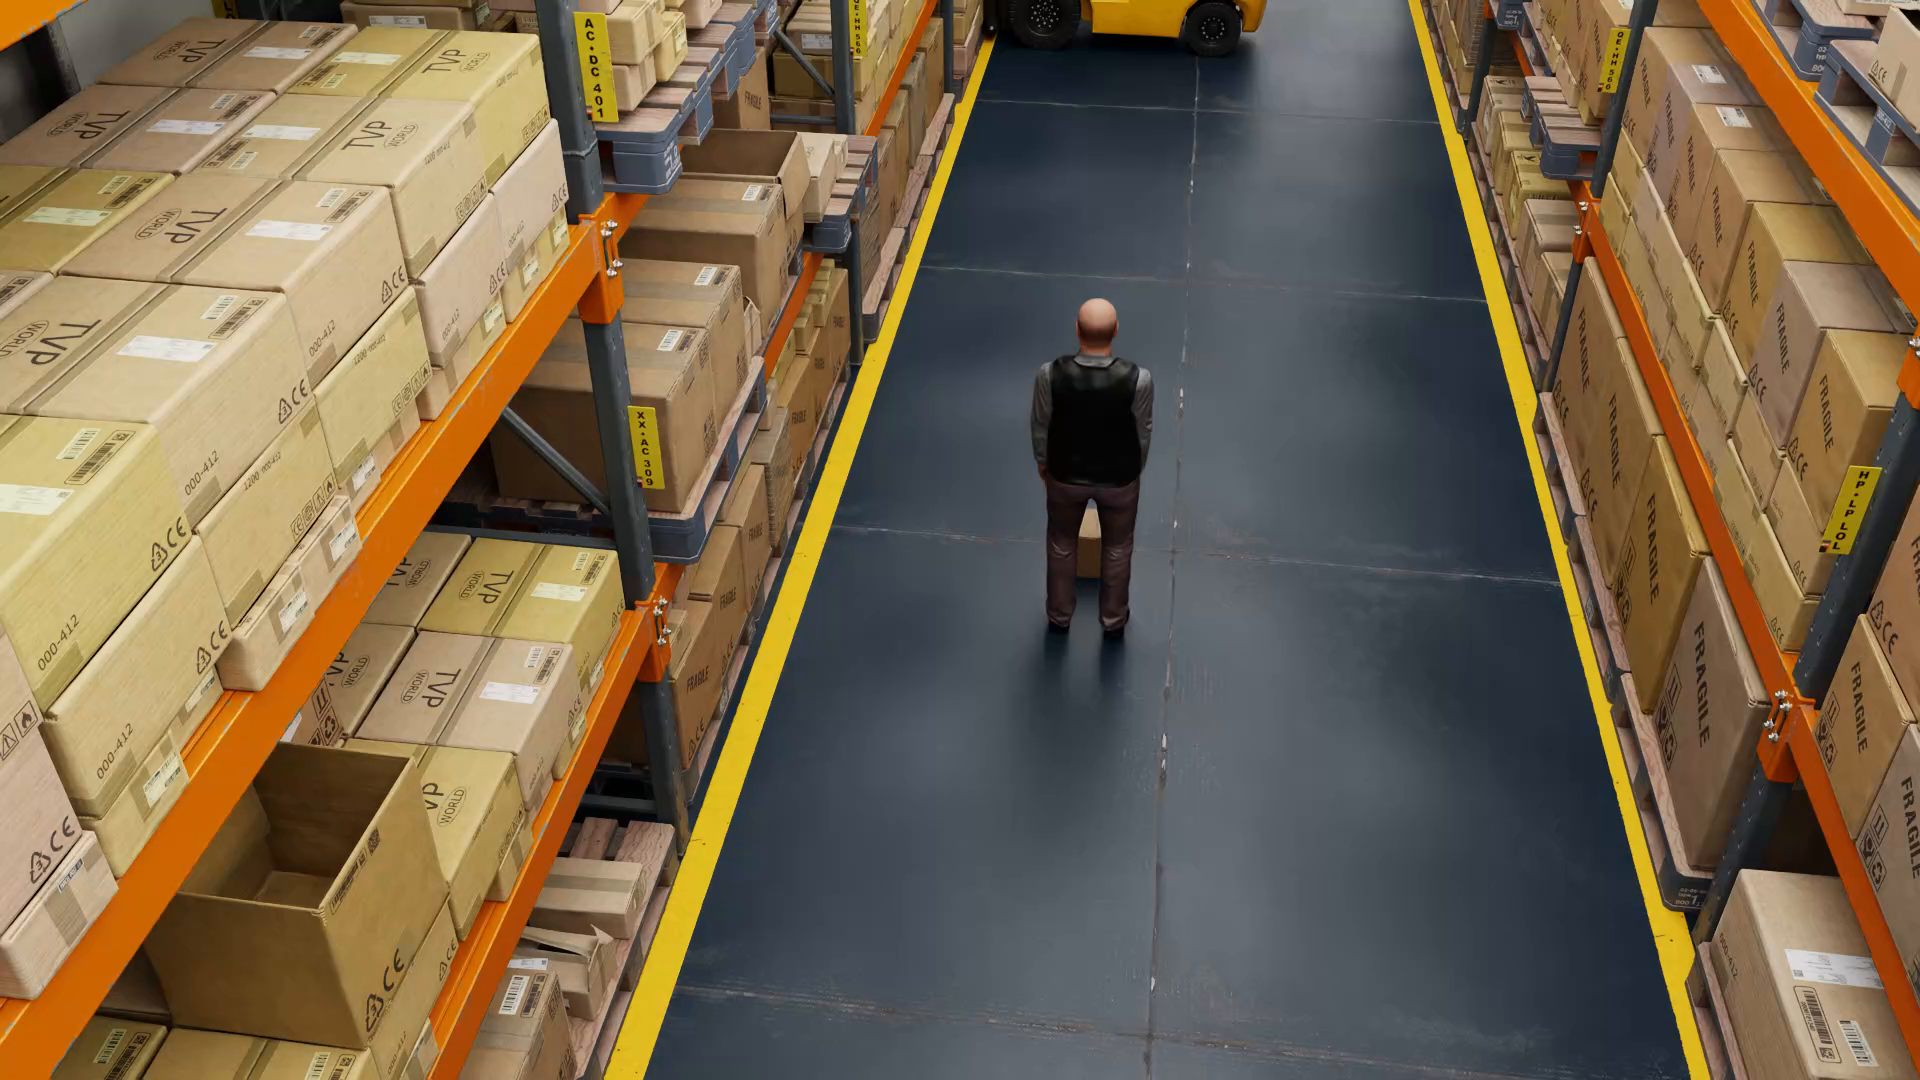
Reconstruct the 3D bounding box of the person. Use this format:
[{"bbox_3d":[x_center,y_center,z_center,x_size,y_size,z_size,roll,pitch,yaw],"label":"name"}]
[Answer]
[{"bbox_3d":[0.579,-0.299,7.493,0.536,1.713,0.356,5,36,7],"label":"person"}]
